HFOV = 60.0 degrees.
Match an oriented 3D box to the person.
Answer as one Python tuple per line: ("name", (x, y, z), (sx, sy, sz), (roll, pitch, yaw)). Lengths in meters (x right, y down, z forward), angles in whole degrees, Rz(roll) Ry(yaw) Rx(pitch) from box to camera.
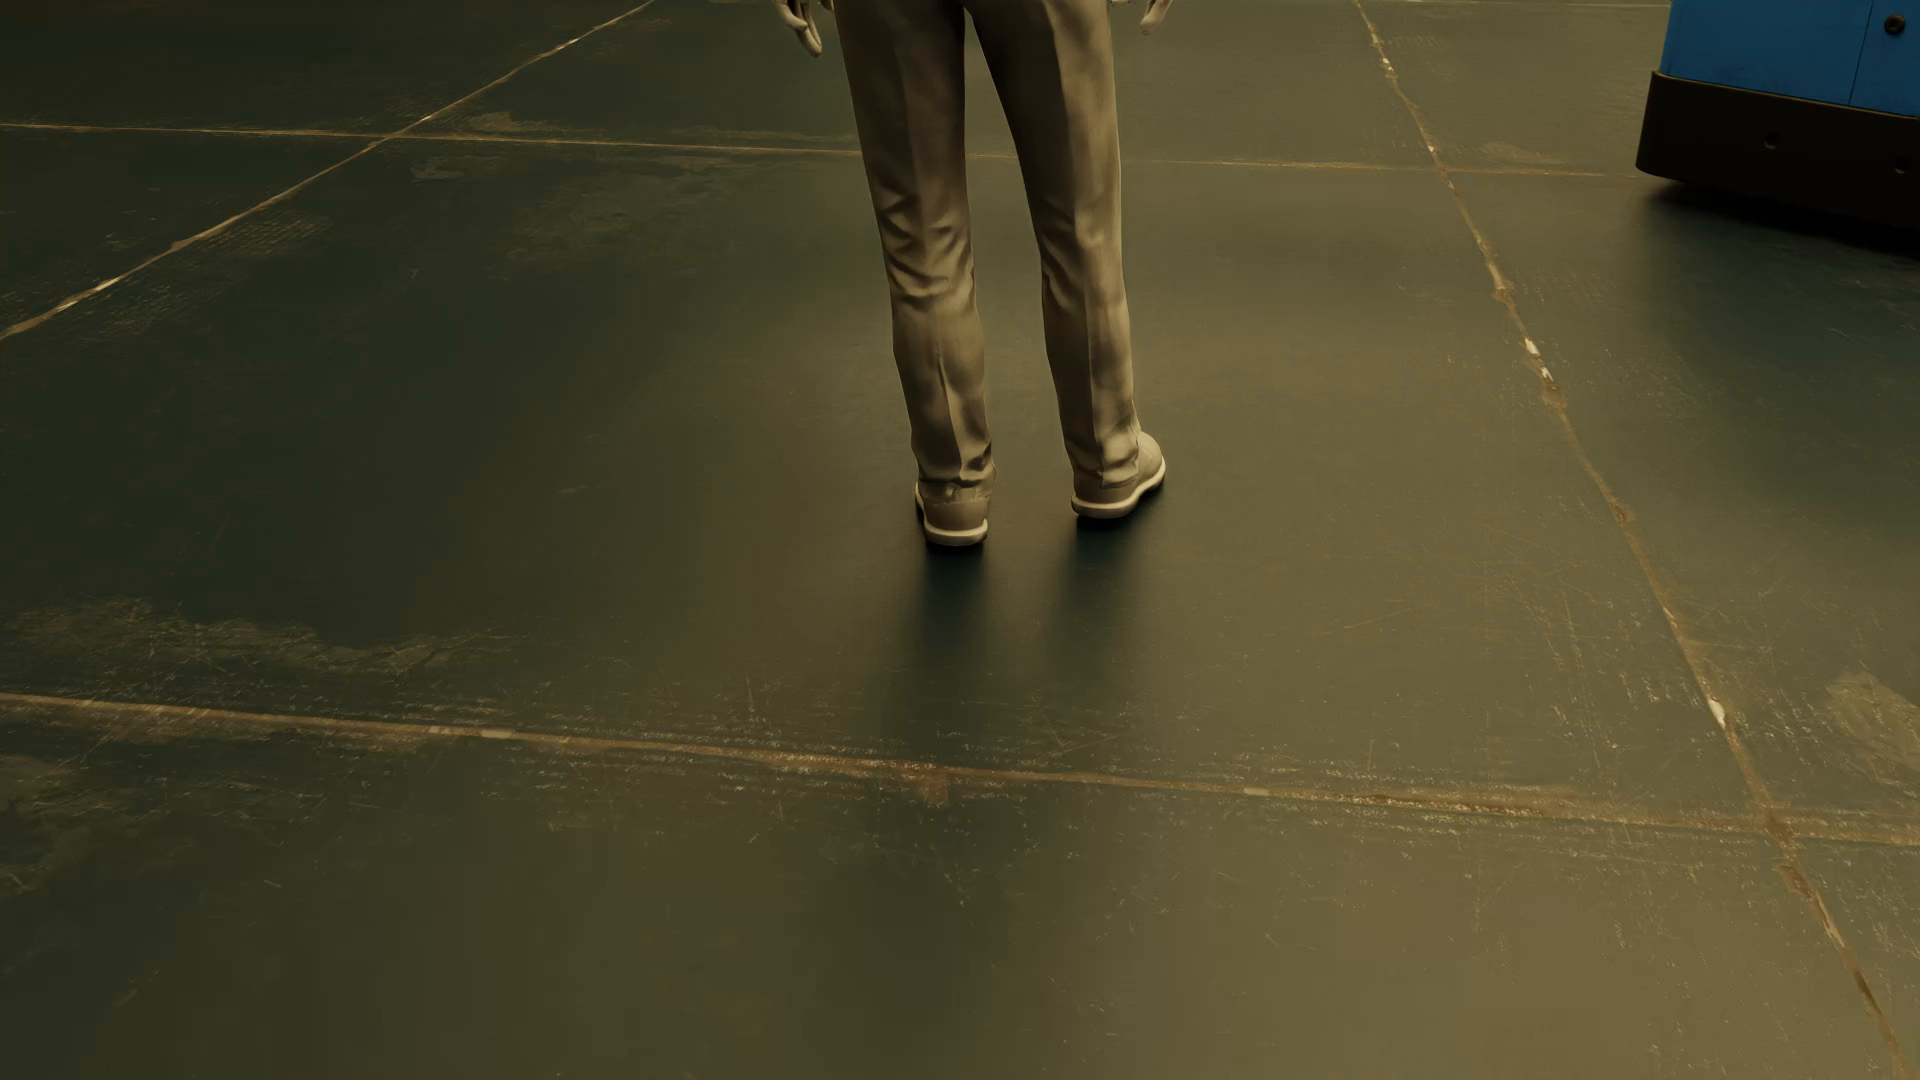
("person", (0.015, -0.794, 2.178), (0.588, 1.695, 0.531), (3, 27, 7))

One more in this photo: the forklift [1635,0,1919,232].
("forklift", (3.190, -2.434, 4.097), (3.031, 2.935, 1.130), (-20, 33, -34))
